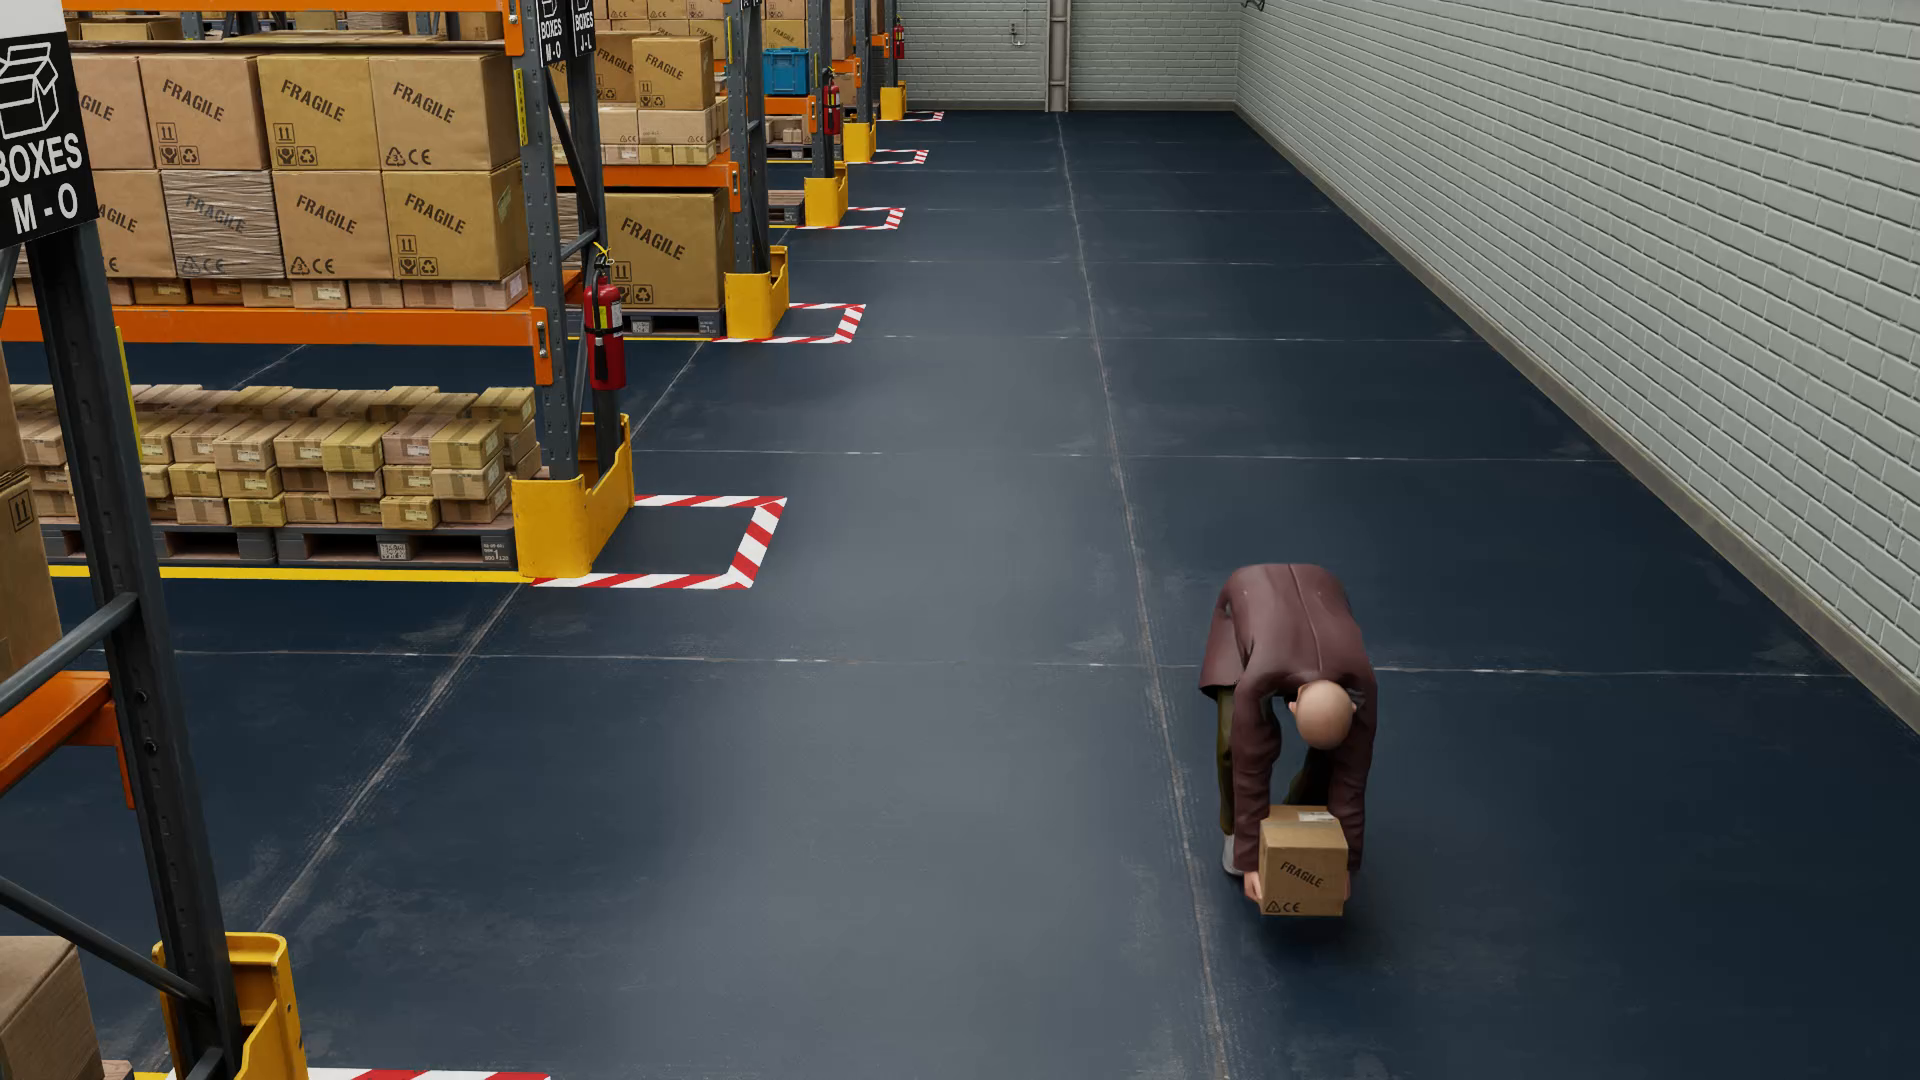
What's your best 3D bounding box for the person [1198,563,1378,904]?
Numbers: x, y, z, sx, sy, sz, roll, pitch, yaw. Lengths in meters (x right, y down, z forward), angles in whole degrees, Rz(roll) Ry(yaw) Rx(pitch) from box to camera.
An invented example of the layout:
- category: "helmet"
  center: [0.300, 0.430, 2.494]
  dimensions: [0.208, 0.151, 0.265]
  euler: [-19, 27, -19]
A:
- category: "person"
  center: [1.083, 0.640, 5.418]
  dimensions: [0.582, 1.052, 0.946]
  euler: [0, 20, -1]
